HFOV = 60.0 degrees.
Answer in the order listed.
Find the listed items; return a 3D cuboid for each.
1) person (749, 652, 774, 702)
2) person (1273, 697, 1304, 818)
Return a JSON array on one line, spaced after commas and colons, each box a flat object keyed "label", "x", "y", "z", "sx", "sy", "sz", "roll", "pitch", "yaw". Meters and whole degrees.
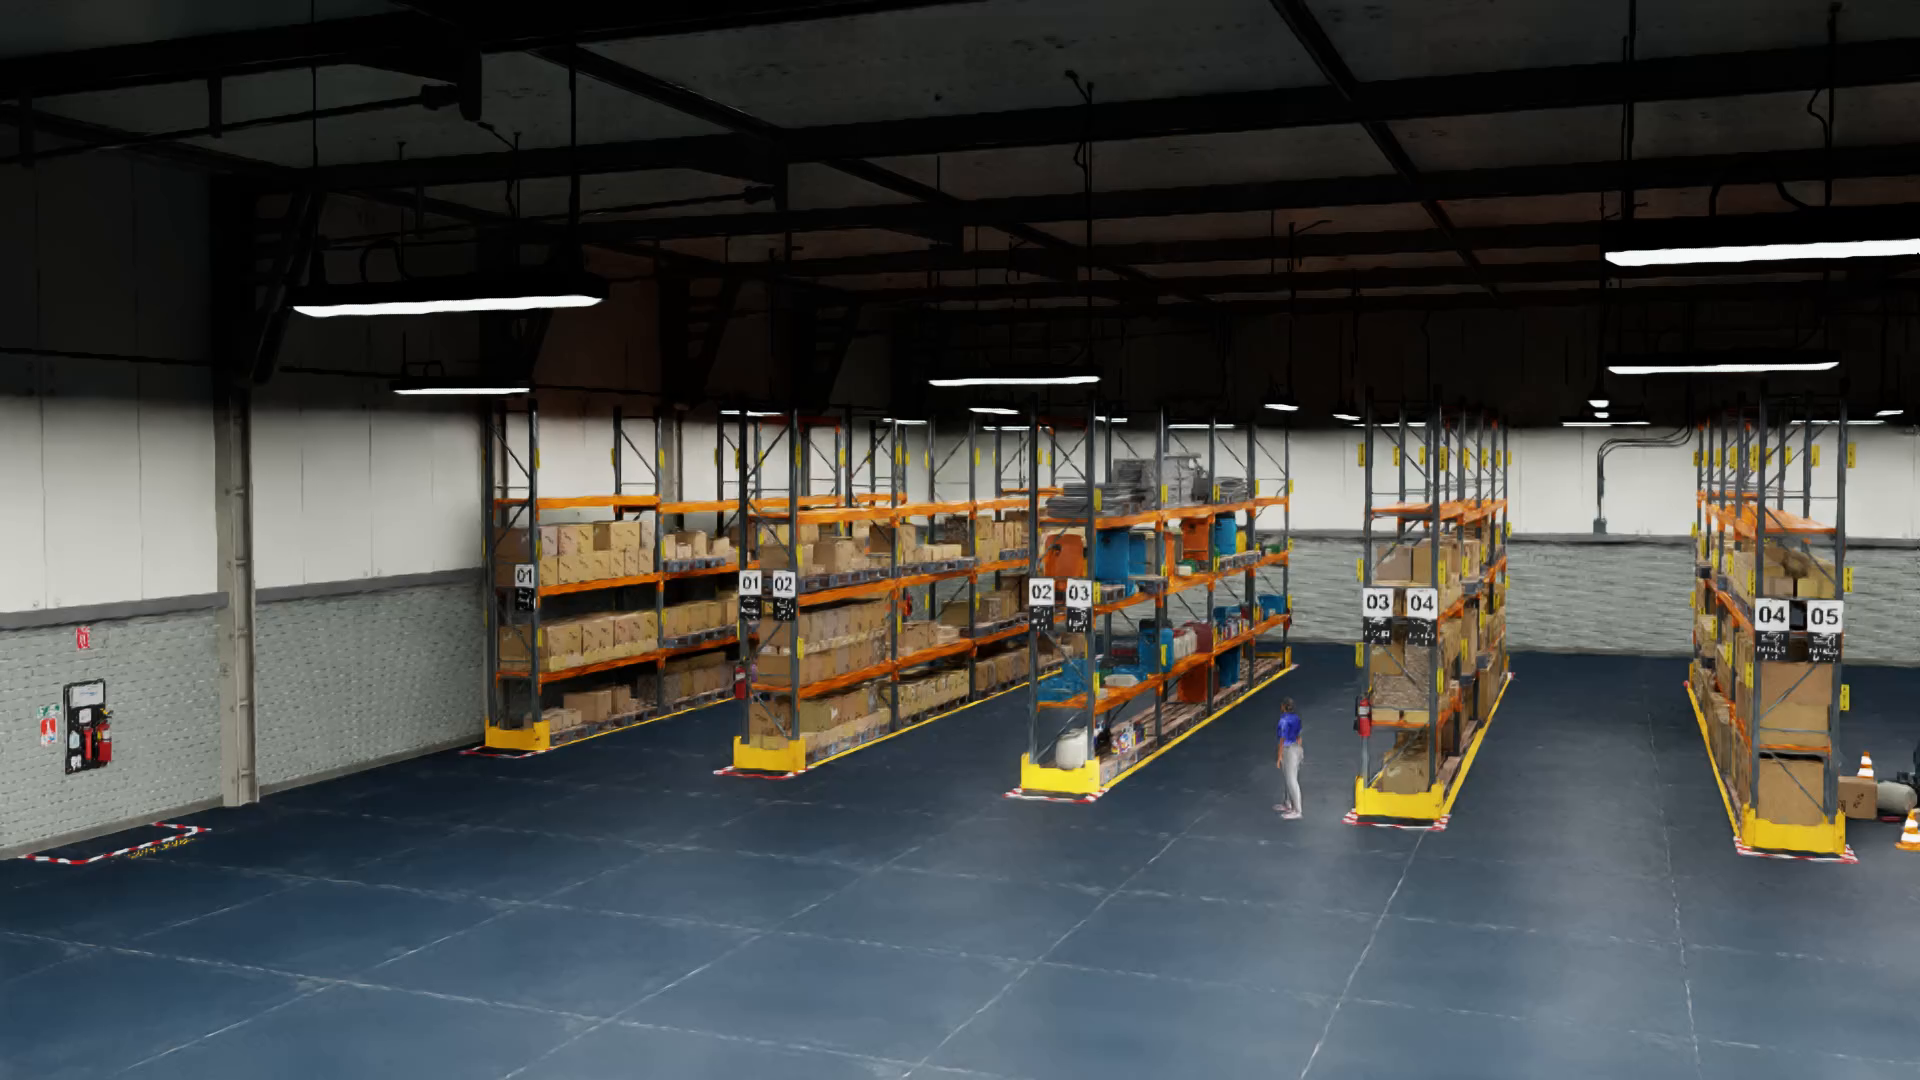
[{"label": "person", "x": -3.609, "y": 2.748, "z": 29.942, "sx": 0.418, "sy": 1.512, "sz": 1.034, "roll": 1, "pitch": 3, "yaw": 24}, {"label": "person", "x": 4.590, "y": 3.012, "z": 23.268, "sx": 0.556, "sy": 1.650, "sz": 0.603, "roll": 2, "pitch": 3, "yaw": 36}]
